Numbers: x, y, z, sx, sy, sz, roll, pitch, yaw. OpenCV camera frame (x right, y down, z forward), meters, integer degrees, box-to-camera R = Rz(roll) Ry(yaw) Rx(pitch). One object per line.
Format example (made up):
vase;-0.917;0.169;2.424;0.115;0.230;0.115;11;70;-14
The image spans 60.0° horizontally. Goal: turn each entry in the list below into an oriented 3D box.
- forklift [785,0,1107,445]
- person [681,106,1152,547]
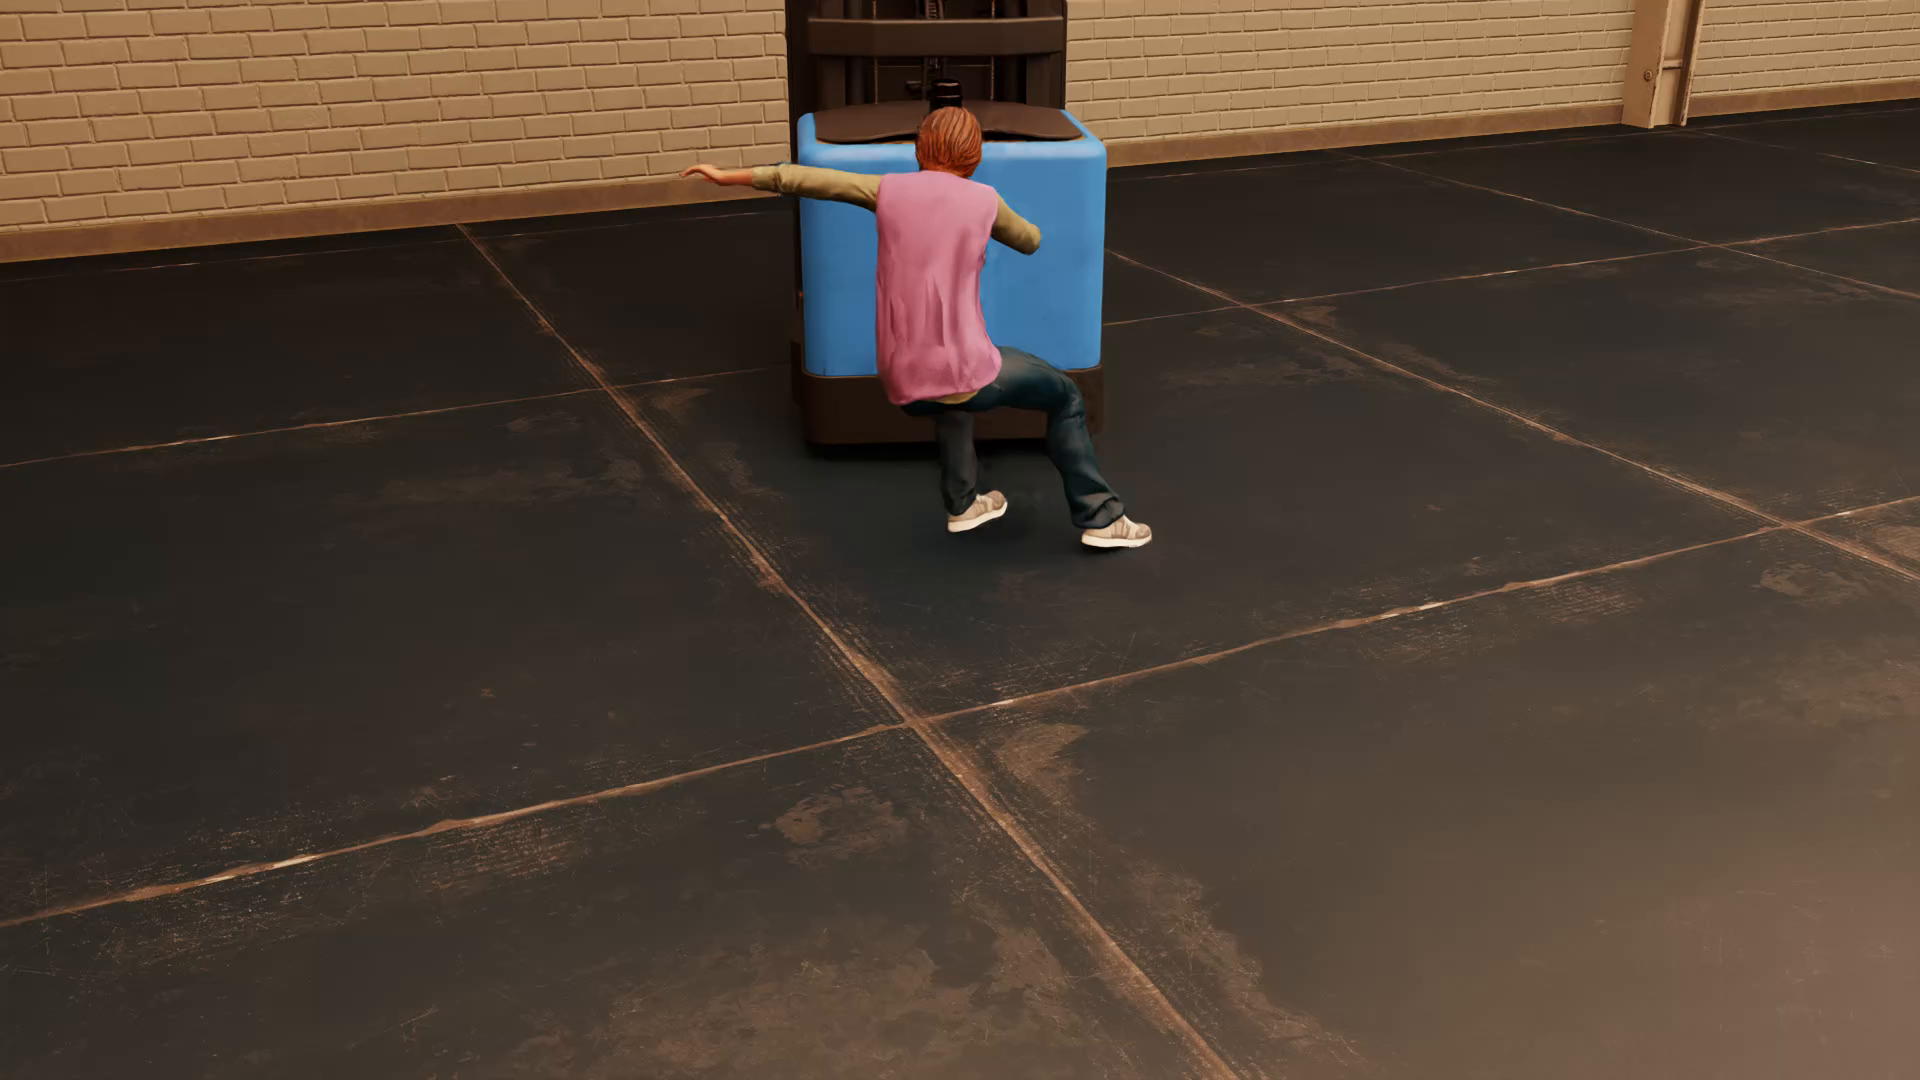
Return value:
forklift;-0.154;-2.208;6.601;1.130;2.935;3.031;-2;23;-5
person;-0.108;-0.591;4.866;1.380;1.306;0.704;3;23;8
